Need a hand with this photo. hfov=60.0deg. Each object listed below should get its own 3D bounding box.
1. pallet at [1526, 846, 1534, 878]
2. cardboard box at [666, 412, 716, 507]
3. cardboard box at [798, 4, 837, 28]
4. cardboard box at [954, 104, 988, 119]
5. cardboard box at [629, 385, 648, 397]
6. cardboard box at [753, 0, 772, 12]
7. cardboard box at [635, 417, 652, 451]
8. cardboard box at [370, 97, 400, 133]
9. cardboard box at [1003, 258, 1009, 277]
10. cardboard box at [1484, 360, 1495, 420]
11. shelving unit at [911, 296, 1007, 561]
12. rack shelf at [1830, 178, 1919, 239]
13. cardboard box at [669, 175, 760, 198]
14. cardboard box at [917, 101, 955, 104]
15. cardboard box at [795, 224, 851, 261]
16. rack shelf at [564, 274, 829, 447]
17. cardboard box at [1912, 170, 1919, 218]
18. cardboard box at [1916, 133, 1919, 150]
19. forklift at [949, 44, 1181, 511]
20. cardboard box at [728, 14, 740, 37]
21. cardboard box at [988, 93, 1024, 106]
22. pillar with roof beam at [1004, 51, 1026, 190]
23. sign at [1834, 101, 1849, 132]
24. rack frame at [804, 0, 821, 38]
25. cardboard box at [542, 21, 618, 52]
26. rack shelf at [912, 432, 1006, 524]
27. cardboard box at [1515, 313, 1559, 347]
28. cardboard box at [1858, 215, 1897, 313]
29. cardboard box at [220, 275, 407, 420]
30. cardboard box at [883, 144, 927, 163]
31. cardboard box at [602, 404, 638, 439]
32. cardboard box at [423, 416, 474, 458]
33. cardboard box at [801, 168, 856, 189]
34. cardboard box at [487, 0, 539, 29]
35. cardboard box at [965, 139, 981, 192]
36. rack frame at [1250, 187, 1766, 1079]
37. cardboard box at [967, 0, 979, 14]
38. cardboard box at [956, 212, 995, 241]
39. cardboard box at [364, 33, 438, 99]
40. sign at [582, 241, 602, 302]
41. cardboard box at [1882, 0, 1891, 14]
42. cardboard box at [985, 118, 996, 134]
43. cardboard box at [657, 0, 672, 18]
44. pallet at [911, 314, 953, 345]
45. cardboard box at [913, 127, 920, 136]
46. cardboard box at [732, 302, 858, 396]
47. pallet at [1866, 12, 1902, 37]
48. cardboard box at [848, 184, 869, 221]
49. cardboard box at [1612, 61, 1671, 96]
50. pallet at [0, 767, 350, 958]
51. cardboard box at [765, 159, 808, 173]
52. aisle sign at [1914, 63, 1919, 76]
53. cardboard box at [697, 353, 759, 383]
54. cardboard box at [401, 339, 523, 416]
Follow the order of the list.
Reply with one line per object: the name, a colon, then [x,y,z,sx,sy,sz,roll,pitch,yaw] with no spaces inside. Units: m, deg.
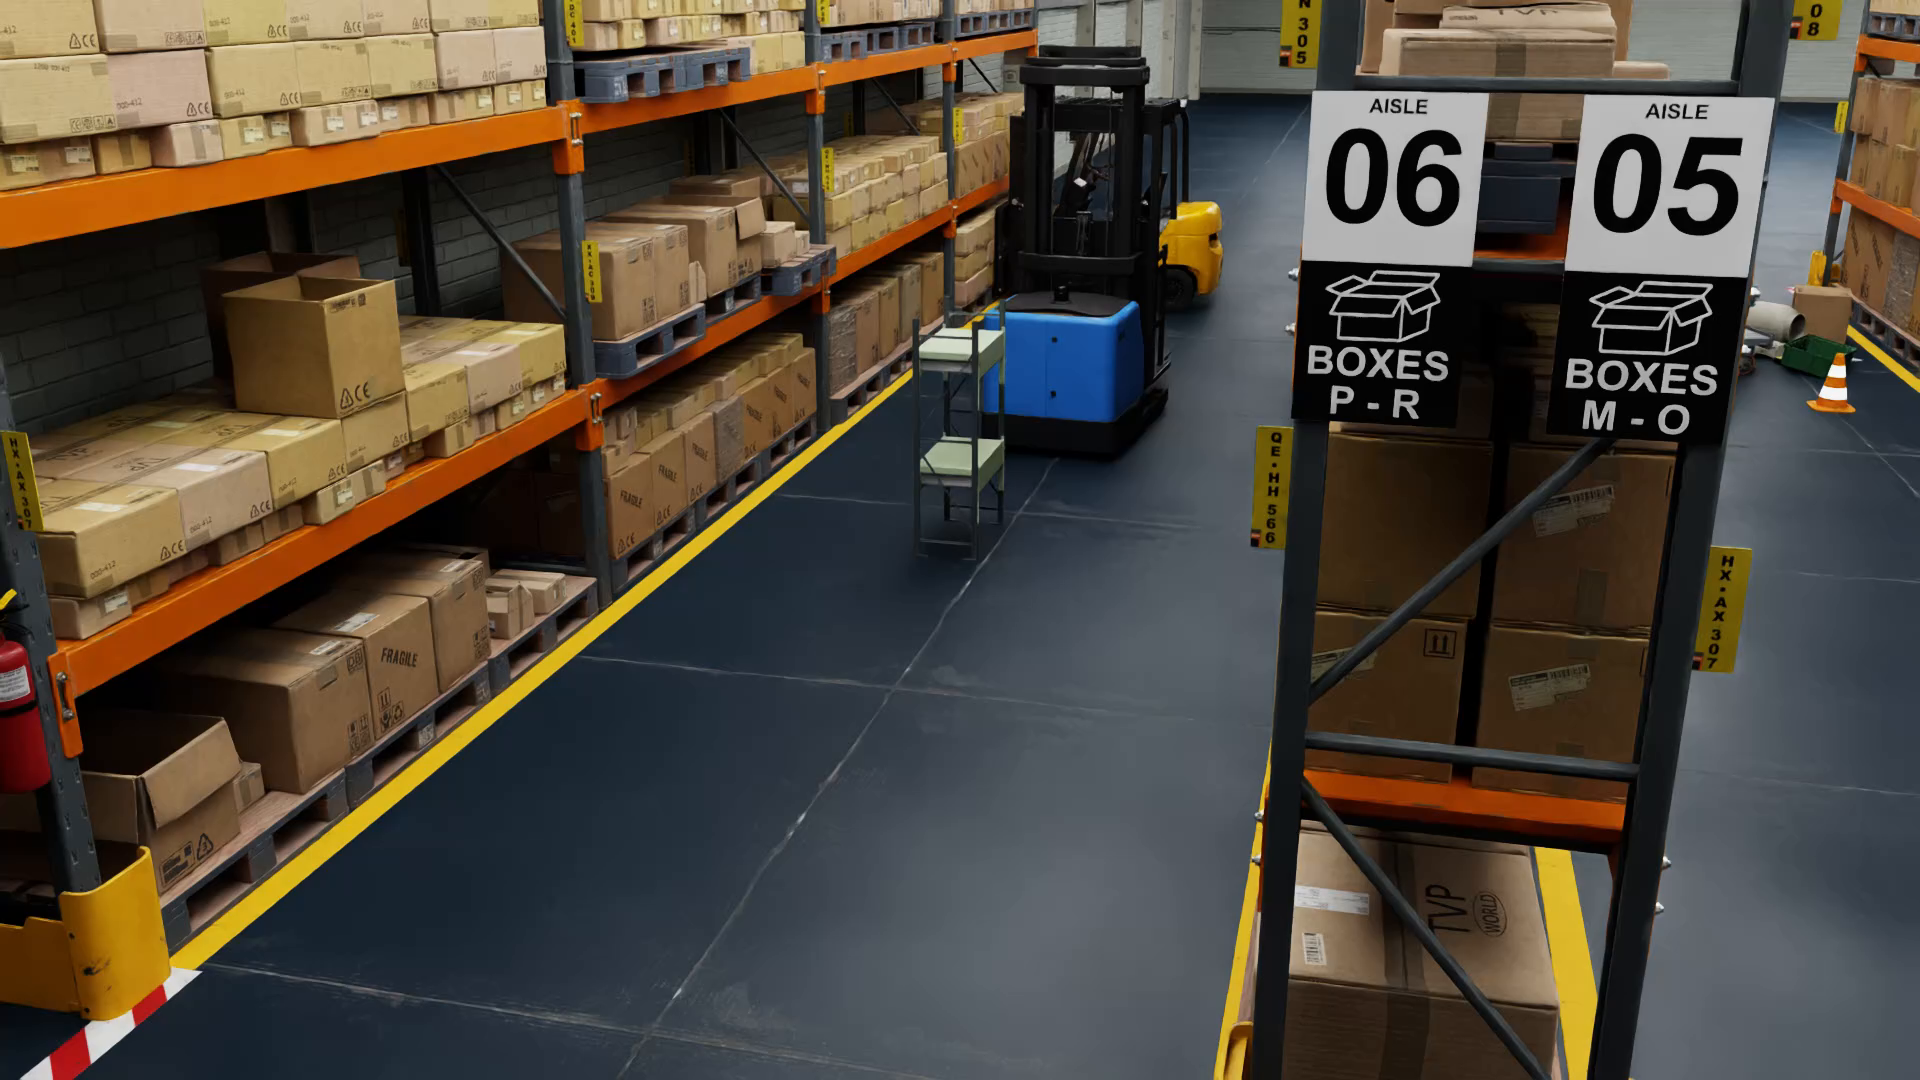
pallet: [1.749,1.256,6.685,1.003,0.211,1.213,5,19,13]
cardboard box: [-1.924,-0.544,10.857,0.500,0.500,0.500,4,19,12]
cardboard box: [-1.150,-3.965,12.570,0.380,0.166,0.250,5,19,13]
cardboard box: [0.095,-4.639,18.010,0.380,0.149,0.250,5,19,14]
cardboard box: [-2.331,-1.017,11.240,0.380,0.149,0.250,4,19,11]
cardboard box: [-1.509,-3.710,11.422,0.380,0.149,0.250,4,19,12]
cardboard box: [-2.117,-0.659,10.190,0.380,0.149,0.250,4,19,11]
cardboard box: [-2.659,-1.838,7.175,0.380,0.149,0.250,5,19,14]
cardboard box: [0.250,-3.081,18.672,0.500,0.250,0.500,5,20,15]
cardboard box: [1.843,-0.237,5.039,0.500,0.500,0.500,4,19,12]
shelving unit: [0.002,-0.712,10.451,0.431,1.500,0.755,5,19,13]
rack shelf: [9.575,-3.114,16.278,1.077,0.370,4.000,5,19,13]
cardboard box: [-1.807,-2.421,12.332,0.500,0.500,0.500,6,20,16]
cardboard box: [-0.270,-4.756,18.352,0.380,0.149,0.250,5,19,14]
cardboard box: [-1.184,-2.373,13.227,0.500,0.250,0.500,5,19,14]
rack shelf: [-2.018,-1.357,11.133,1.077,0.370,4.000,5,19,13]
cardboard box: [9.277,-3.190,15.153,0.875,0.550,0.550,5,19,13]
cardboard box: [9.497,-3.863,15.453,0.875,0.550,0.550,5,19,13]
forklift: [8.788,-0.855,8.339,19.036,3.140,8.227,6,20,17]
cardboard box: [-1.682,-3.416,11.022,0.380,0.149,0.250,5,19,14]
cardboard box: [0.542,-5.198,19.646,0.380,0.149,0.250,5,19,14]
pillar with roof beam: [5.021,-9.064,23.303,9.100,9.000,0.400,5,19,13]
sign: [9.527,-4.575,17.978,0.100,0.325,0.005,5,19,13]
rack frame: [-1.530,-5.163,11.882,1.000,3.000,0.127,5,19,13]
cardboard box: [-2.048,-2.679,8.835,0.380,0.149,0.250,5,19,14]
rack shelf: [0.002,-0.403,10.557,0.431,0.370,0.720,5,19,13]
cardboard box: [1.902,-0.587,5.060,0.380,0.149,0.250,4,19,12]
cardboard box: [9.749,-2.781,16.827,0.875,0.875,0.875,4,19,13]
cardboard box: [-2.746,-0.833,7.096,0.500,0.500,0.500,5,20,15]
cardboard box: [-0.513,-3.560,15.311,0.380,0.149,0.250,4,19,12]
cardboard box: [-2.144,-0.711,9.882,0.380,0.149,0.250,4,19,11]
cardboard box: [-2.548,-0.503,7.907,0.380,0.149,0.250,4,19,13]
cardboard box: [-1.064,-2.922,13.442,0.380,0.149,0.250,5,20,15]
cardboard box: [-2.397,-2.619,8.073,0.500,0.250,0.500,5,19,14]
cardboard box: [-0.080,-3.908,17.335,0.500,0.500,0.500,5,19,14]
rack frame: [1.330,0.574,4.366,1.000,3.000,0.127,5,19,13]
cardboard box: [-0.113,-5.443,16.675,0.500,0.311,0.500,5,20,15]
cardboard box: [0.115,-3.392,18.035,0.500,0.250,0.500,5,20,15]
cardboard box: [-2.635,-2.065,7.225,0.500,0.250,0.500,5,20,15]
sign: [-1.979,-1.440,8.923,0.100,0.325,0.005,5,19,13]
cardboard box: [9.546,-5.388,16.764,0.380,0.149,0.250,5,19,14]
cardboard box: [0.178,-4.495,18.047,0.380,0.149,0.250,4,19,12]
cardboard box: [-1.872,-3.065,9.504,0.380,0.149,0.250,4,19,13]
pallet: [-0.695,-2.024,16.288,1.003,0.211,1.213,5,19,13]
cardboard box: [-0.623,-4.217,17.234,0.380,0.149,0.250,5,20,15]
cardboard box: [-1.364,-1.594,13.737,0.875,0.625,0.625,5,20,15]
pallet: [9.893,-5.226,16.843,1.003,0.211,1.213,5,19,13]
cardboard box: [-1.061,-2.767,13.605,0.500,0.250,0.500,5,20,15]
cardboard box: [1.819,-1.296,4.783,0.380,0.149,0.250,5,20,15]
pallet: [-3.272,1.229,6.763,1.003,0.211,1.213,5,19,13]
cardboard box: [-1.437,-3.122,14.029,0.380,0.149,0.250,5,19,13]
aisle sign: [10.372,-5.310,17.572,0.394,0.787,0.004,5,19,13]
cardboard box: [-1.657,-1.226,11.850,0.380,0.149,0.250,5,20,15]
cardboard box: [-2.503,-0.803,8.170,0.500,0.250,0.500,5,19,14]
